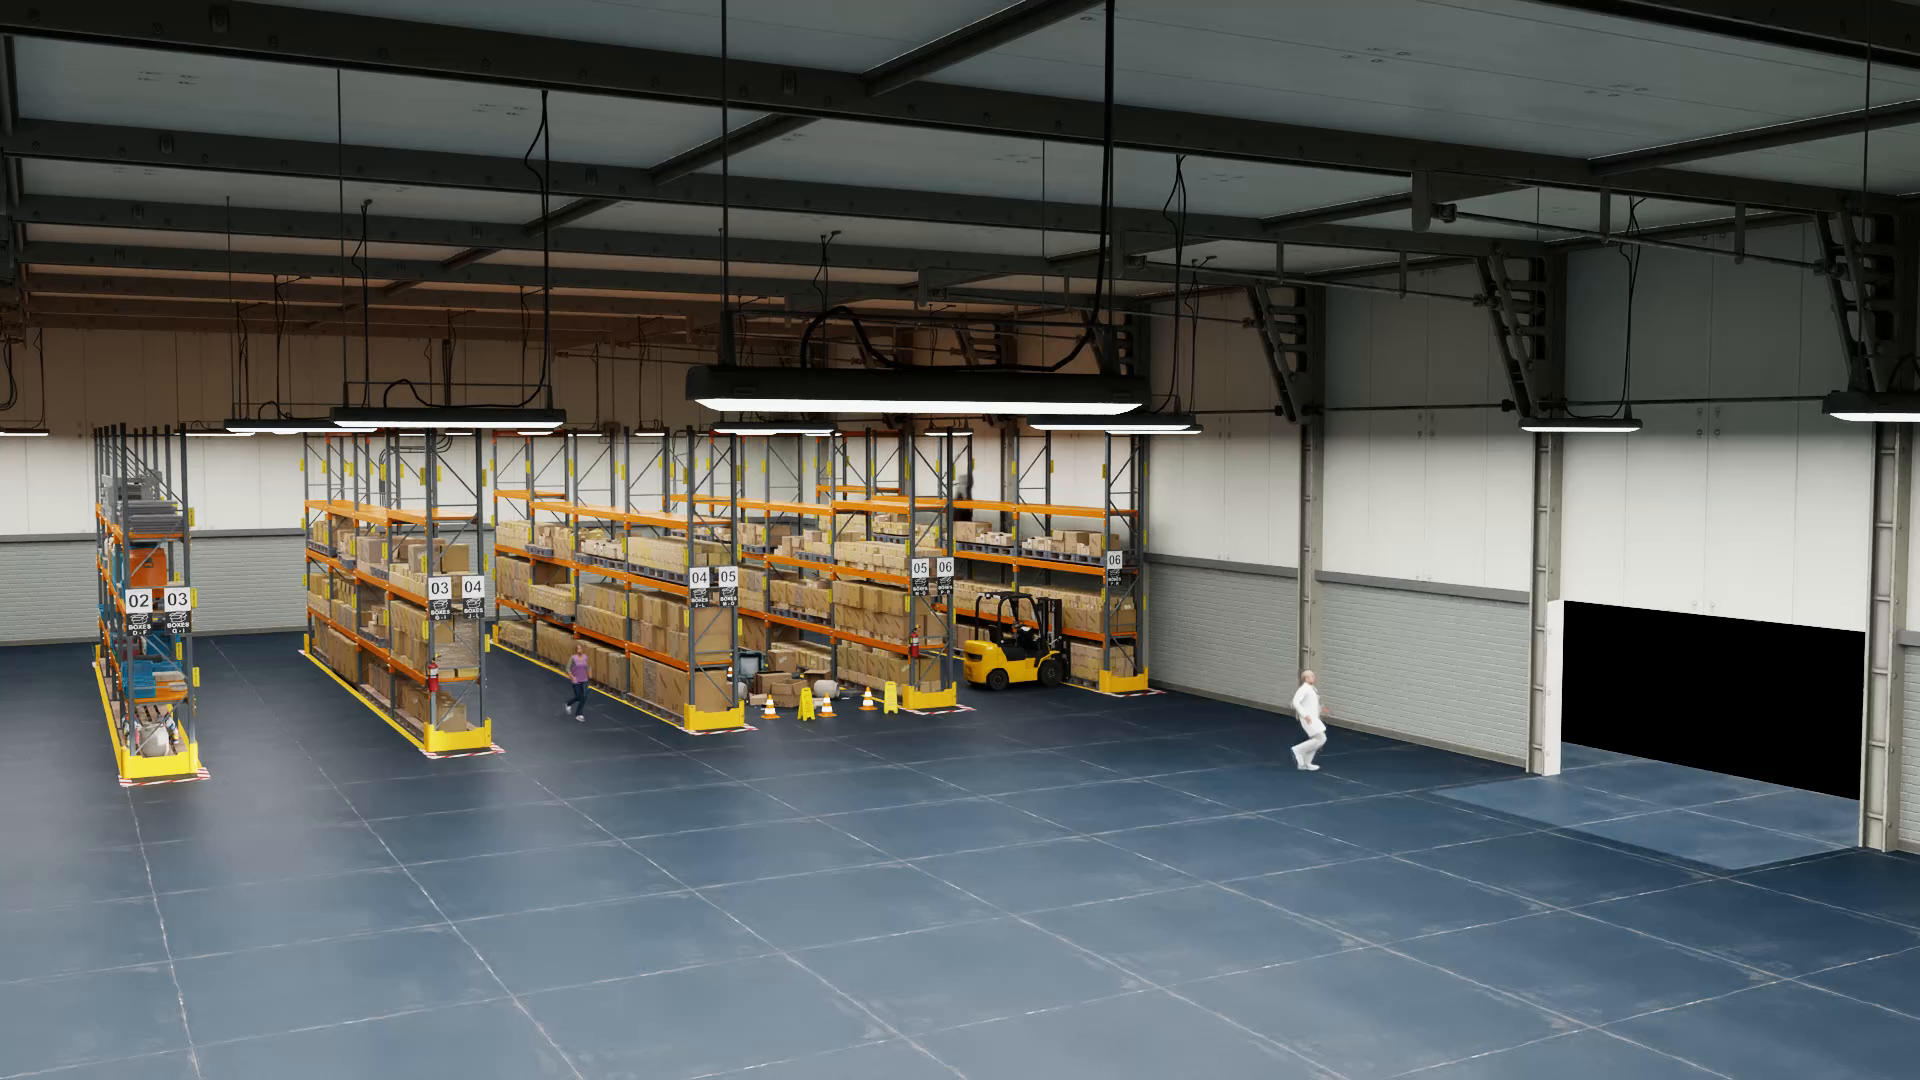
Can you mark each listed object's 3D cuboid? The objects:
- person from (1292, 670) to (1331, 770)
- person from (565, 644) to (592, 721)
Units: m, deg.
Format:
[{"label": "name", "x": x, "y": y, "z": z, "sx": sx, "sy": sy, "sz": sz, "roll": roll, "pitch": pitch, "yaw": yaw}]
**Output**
[{"label": "person", "x": 6.079, "y": 3.117, "z": 28.721, "sx": 0.624, "sy": 1.731, "sz": 0.714, "roll": 1, "pitch": 4, "yaw": 21}, {"label": "person", "x": -7.785, "y": 2.897, "z": 33.967, "sx": 0.534, "sy": 1.575, "sz": 0.591, "roll": -3, "pitch": 4, "yaw": -39}]
